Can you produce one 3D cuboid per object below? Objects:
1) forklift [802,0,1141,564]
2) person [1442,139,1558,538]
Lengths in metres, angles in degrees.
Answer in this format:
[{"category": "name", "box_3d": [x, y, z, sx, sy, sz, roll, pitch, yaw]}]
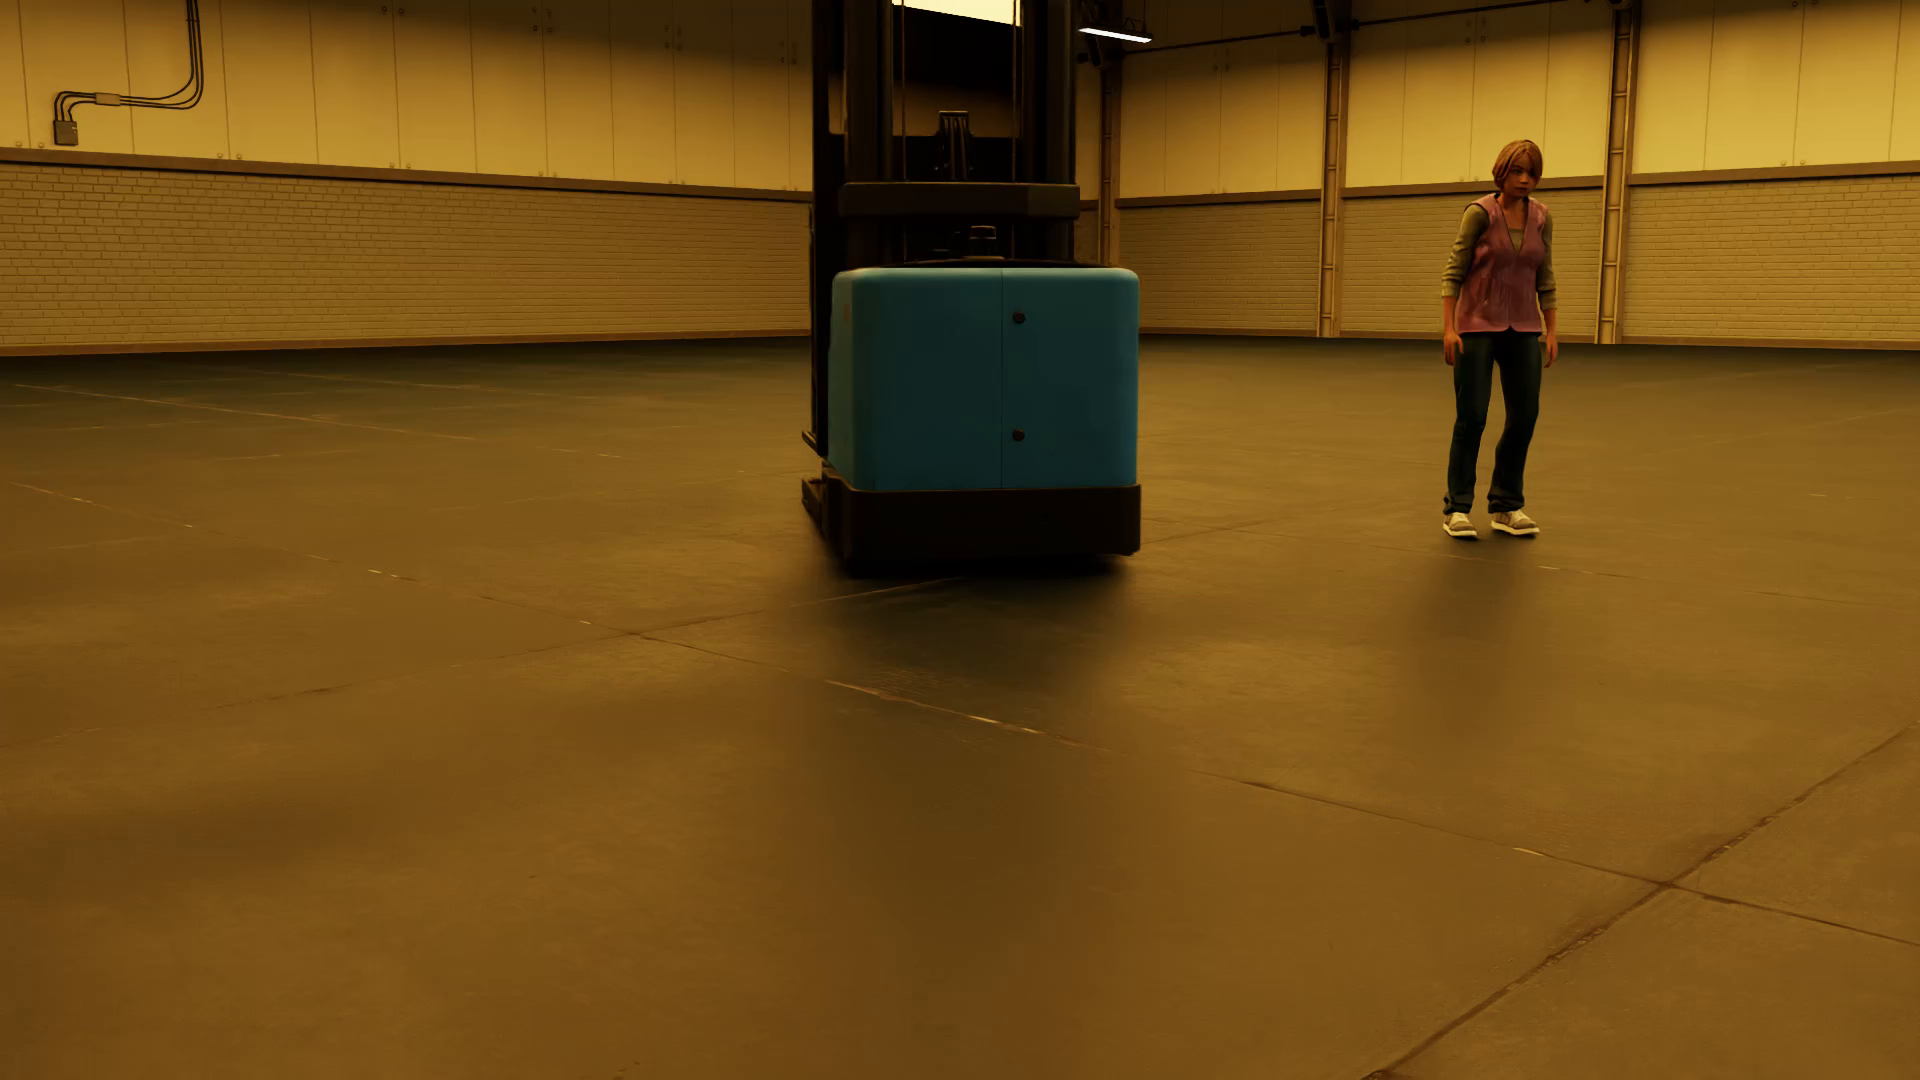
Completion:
[{"category": "forklift", "box_3d": [-0.108, -1.541, 7.105, 1.130, 2.935, 3.031, -1, 9, -10]}, {"category": "person", "box_3d": [2.203, -0.814, 6.779, 0.491, 1.592, 0.357, -1, 9, -7]}]
